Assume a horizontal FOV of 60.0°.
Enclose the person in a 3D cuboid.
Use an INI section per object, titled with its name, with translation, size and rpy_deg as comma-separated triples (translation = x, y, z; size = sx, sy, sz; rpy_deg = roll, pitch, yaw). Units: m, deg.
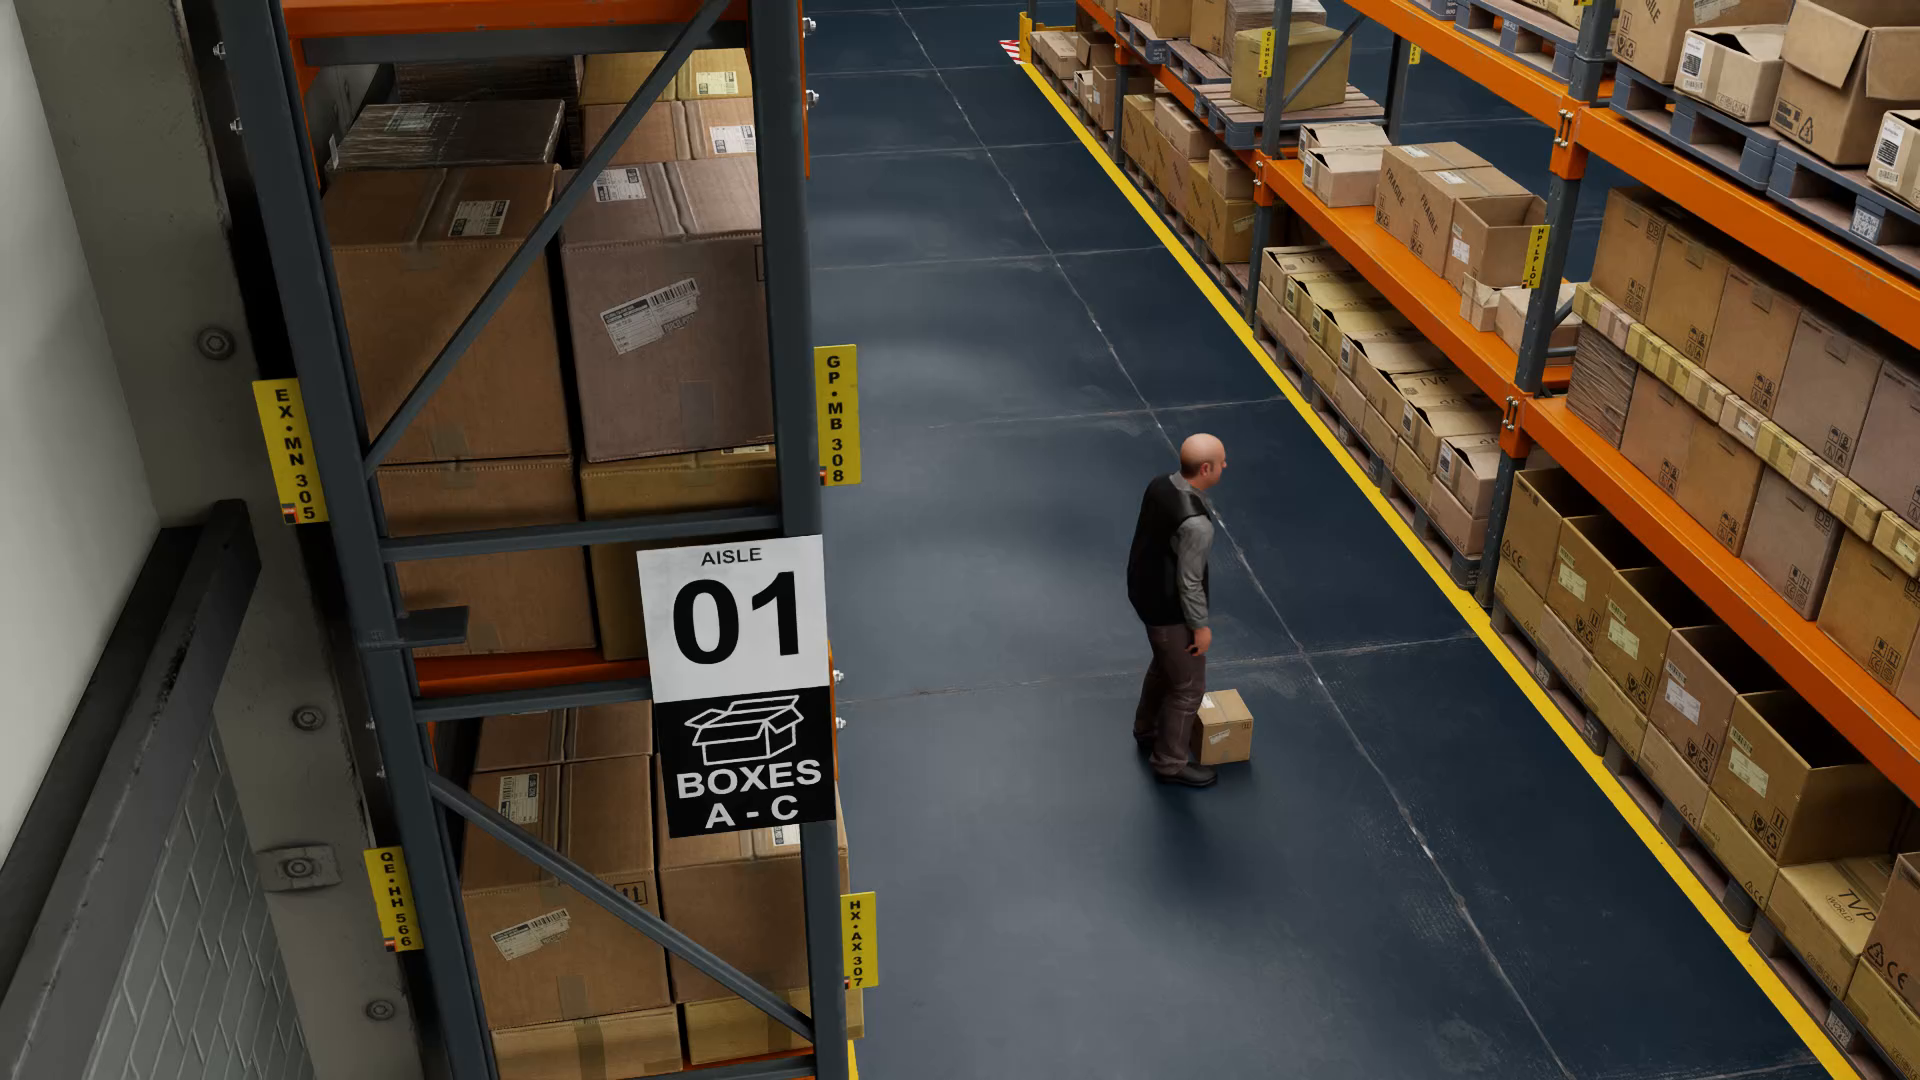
[person]
translation = 0.978, 0.352, 7.665
size = 0.421, 1.618, 0.580
rpy_deg = -5, 31, -9
